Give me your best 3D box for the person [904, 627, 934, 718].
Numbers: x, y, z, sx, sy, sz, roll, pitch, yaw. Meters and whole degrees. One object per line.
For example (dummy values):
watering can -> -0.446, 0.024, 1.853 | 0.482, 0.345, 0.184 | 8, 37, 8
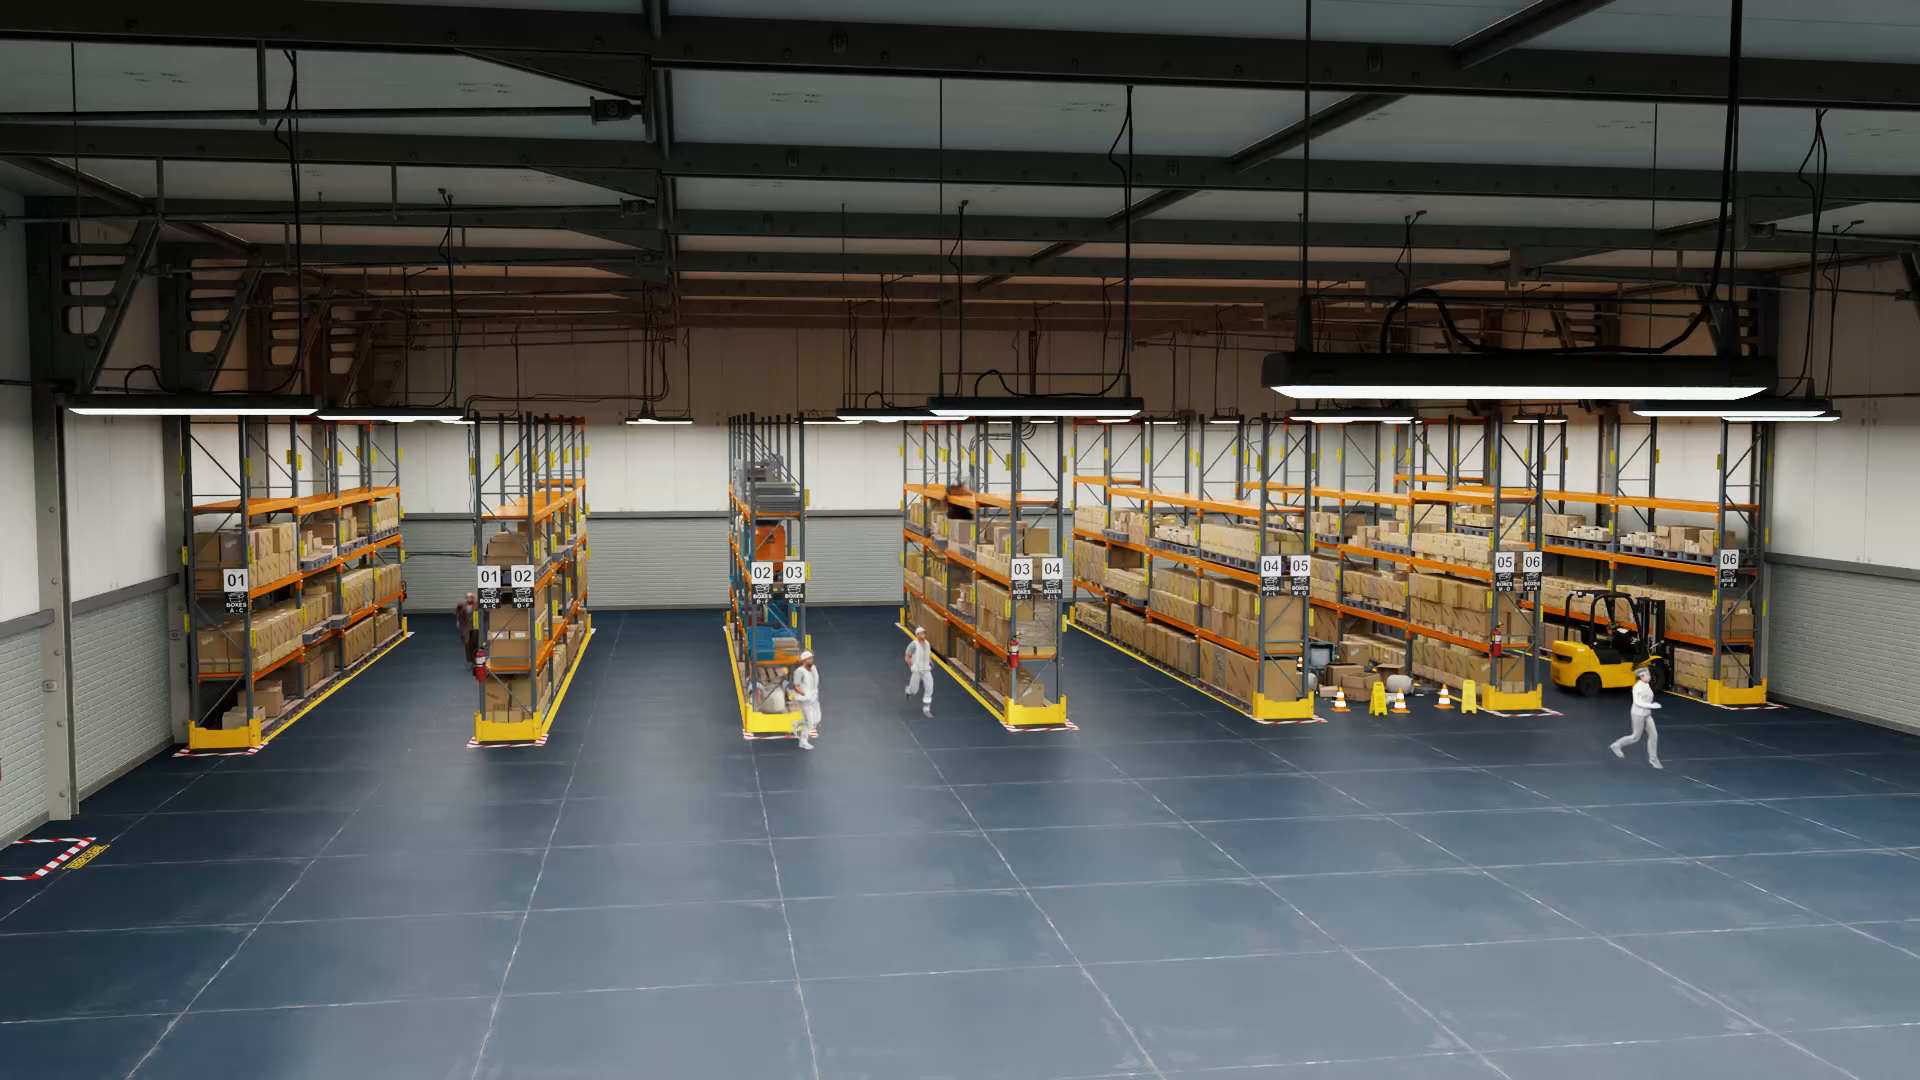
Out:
person -> -0.810, 2.615, 33.151 | 0.630, 1.763, 1.013 | -2, 4, -26

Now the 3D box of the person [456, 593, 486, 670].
person -> -11.651, 2.144, 39.622 | 0.734, 1.809, 1.080 | -1, 4, -7

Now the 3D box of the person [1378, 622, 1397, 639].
person -> 11.200, 1.896, 43.535 | 0.641, 1.770, 0.740 | -1, 4, -15

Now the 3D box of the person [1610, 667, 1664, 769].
person -> 11.463, 2.987, 28.104 | 0.895, 1.737, 0.647 | 3, 5, 39

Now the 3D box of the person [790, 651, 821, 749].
person -> -2.754, 2.839, 29.685 | 0.670, 1.741, 0.714 | 2, 4, 28
